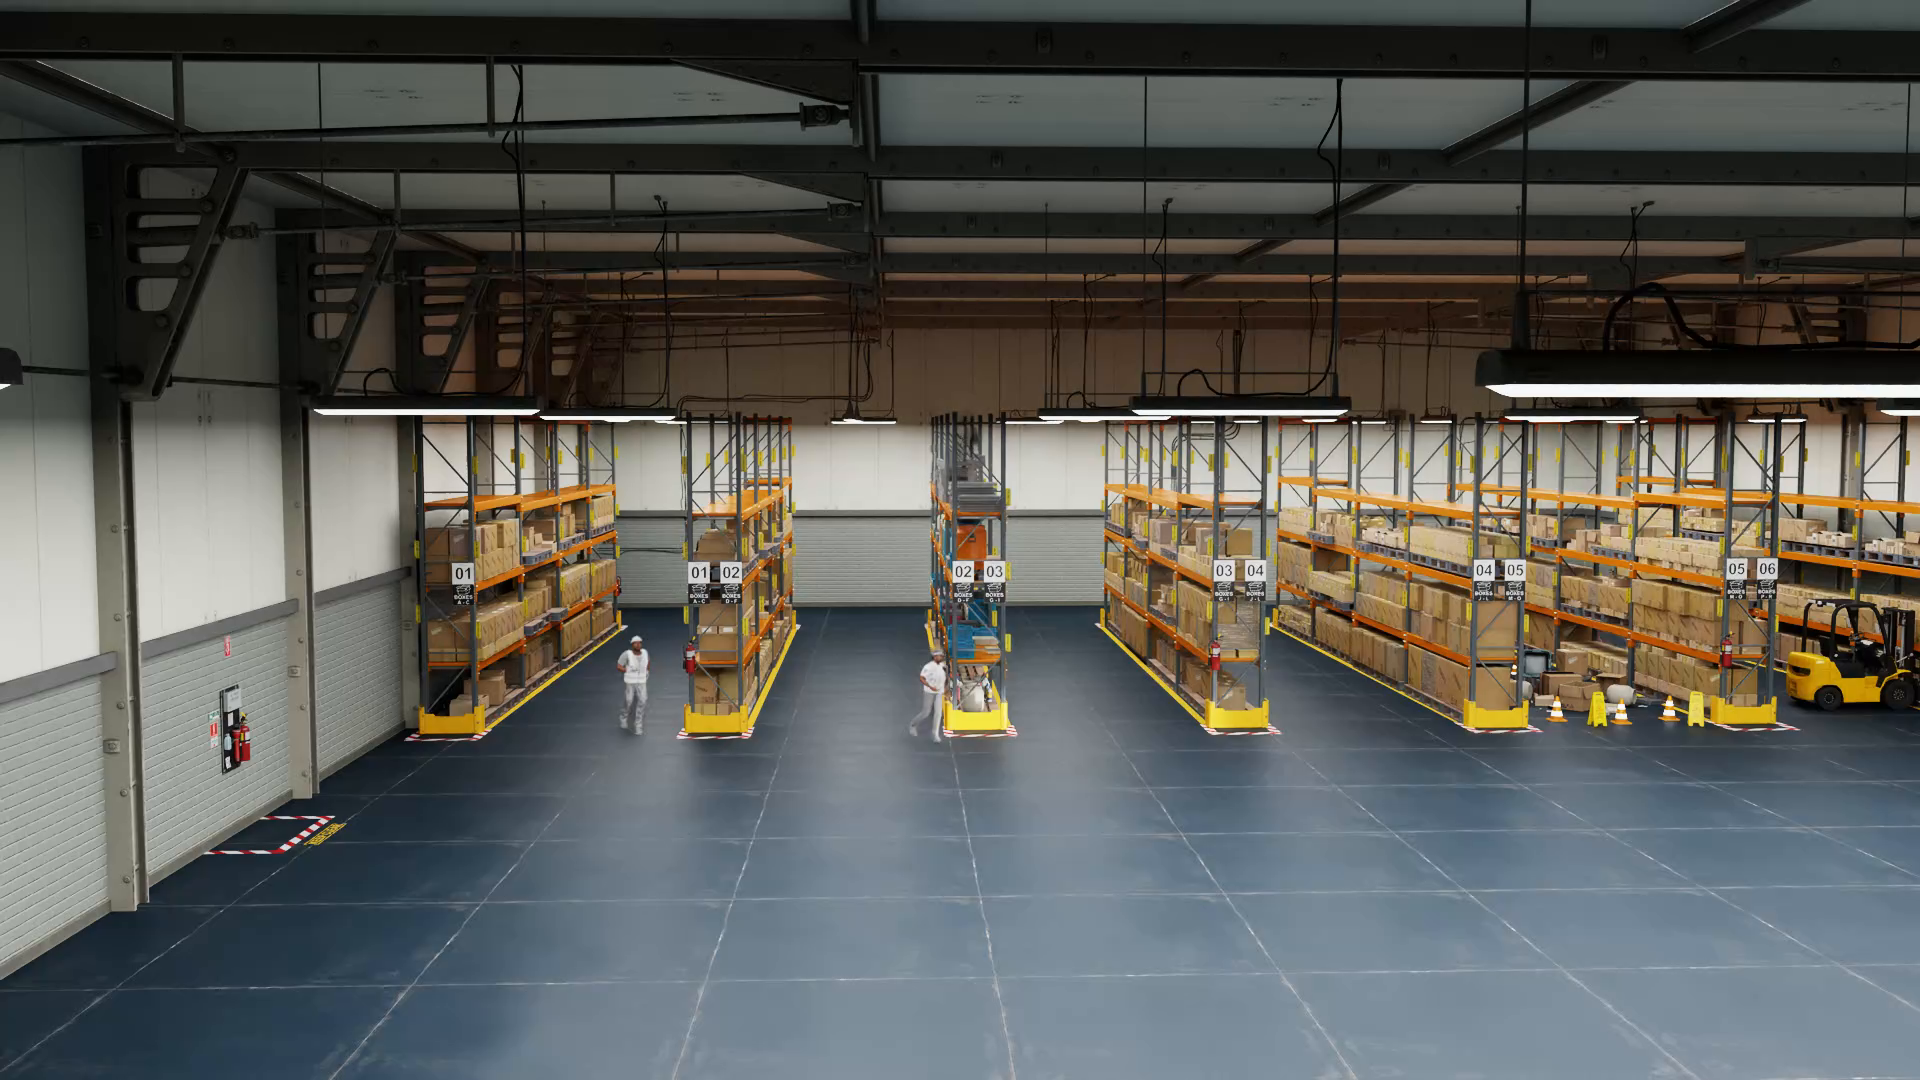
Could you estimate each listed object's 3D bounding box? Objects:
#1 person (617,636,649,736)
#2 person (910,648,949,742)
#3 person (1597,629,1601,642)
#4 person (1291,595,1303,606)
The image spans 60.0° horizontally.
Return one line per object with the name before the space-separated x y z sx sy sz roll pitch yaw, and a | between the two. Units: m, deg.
person | -6.101 2.709 31.193 0.702 1.827 0.832 -2 5 -31
person | -0.470 2.812 30.481 0.665 1.667 0.829 -3 5 -36
person | 16.239 2.030 42.283 0.589 1.644 0.618 0 4 -2
person | 9.997 1.617 49.033 0.542 1.550 0.536 0 4 -4
